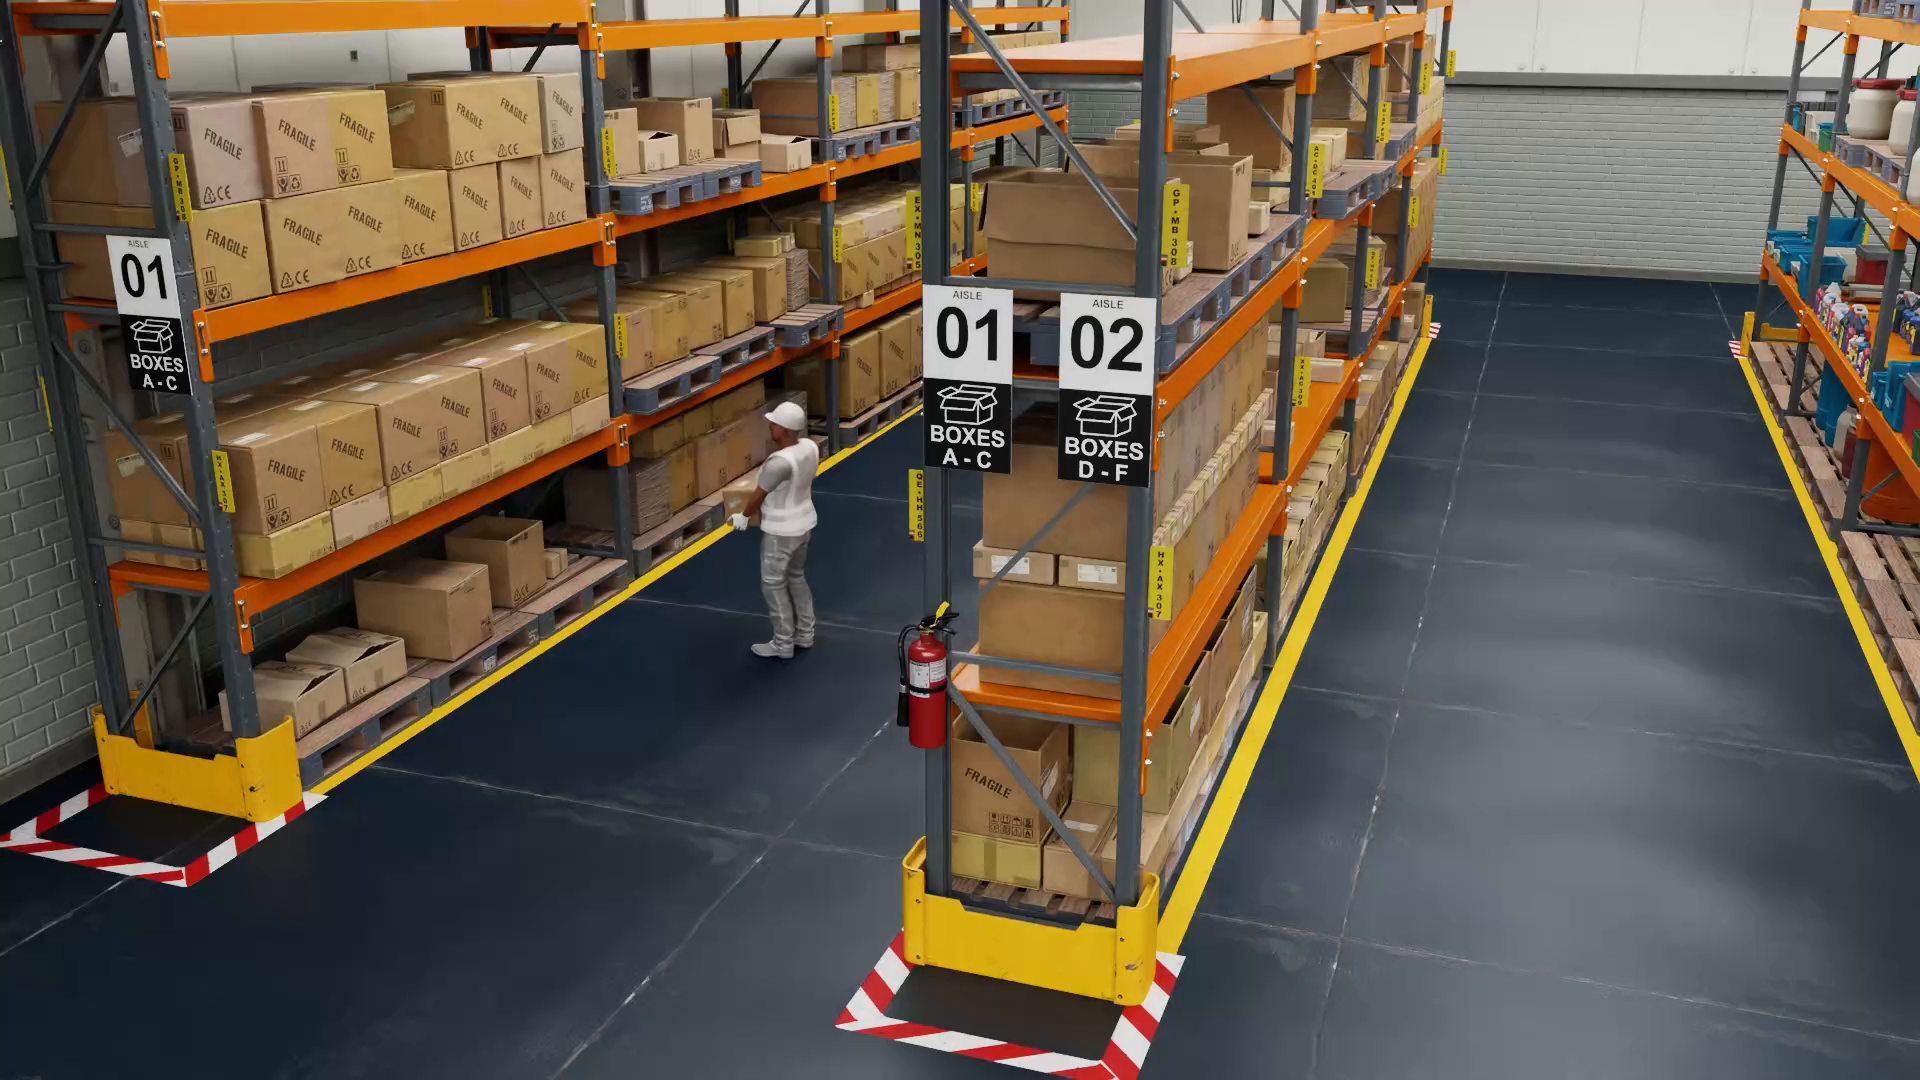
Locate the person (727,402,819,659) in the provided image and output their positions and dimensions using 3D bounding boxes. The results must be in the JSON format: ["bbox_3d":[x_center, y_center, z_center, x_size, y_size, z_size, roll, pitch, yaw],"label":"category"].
[{"bbox_3d":[-1.266,-0.079,11.270,0.571,1.779,0.488,7,20,19],"label":"person"}]
